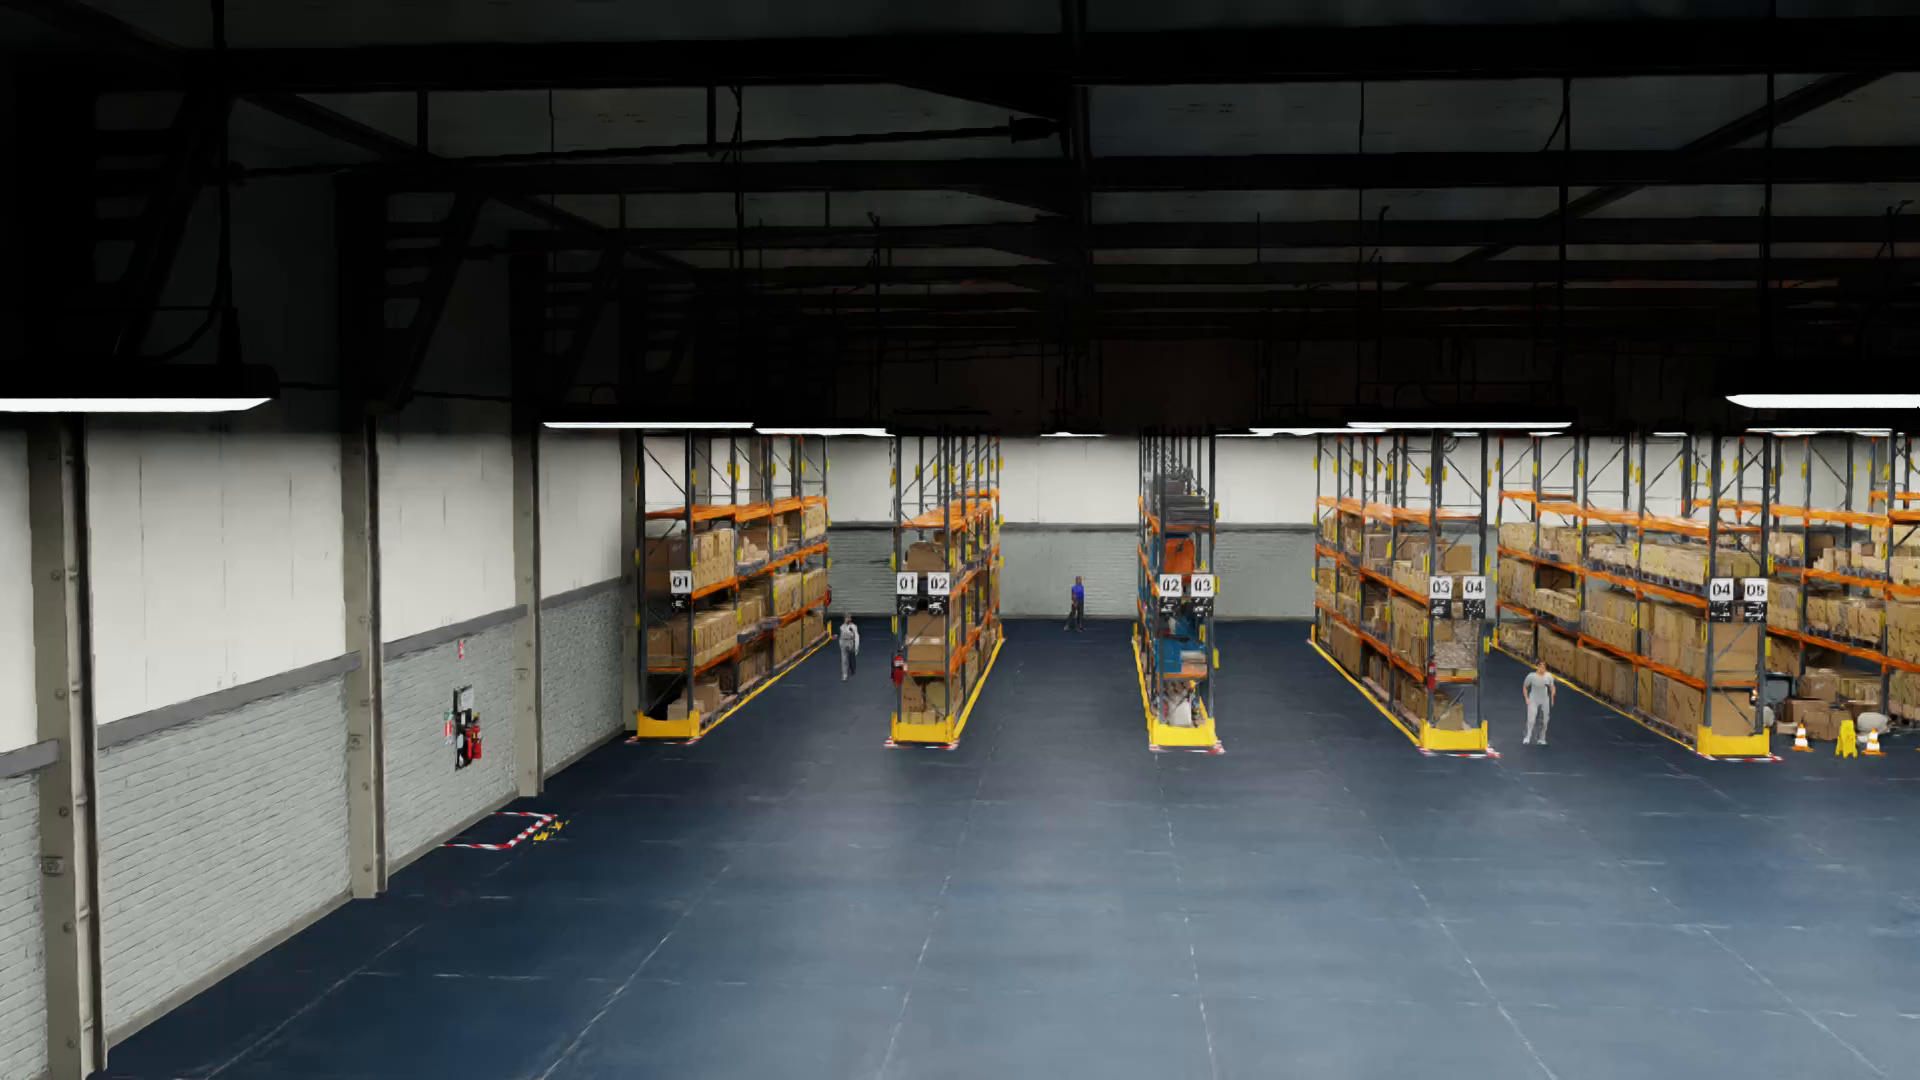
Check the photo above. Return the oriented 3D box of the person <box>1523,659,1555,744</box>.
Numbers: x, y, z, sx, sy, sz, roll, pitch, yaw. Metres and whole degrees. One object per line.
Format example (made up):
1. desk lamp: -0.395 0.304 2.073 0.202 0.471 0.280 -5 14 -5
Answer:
1. person: 10.840 3.023 31.170 0.580 1.619 0.507 0 3 4

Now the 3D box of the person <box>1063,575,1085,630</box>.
1. person: 3.400 1.880 49.702 0.641 1.654 0.460 -3 4 -39

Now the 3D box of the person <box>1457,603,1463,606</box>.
1. person: 13.756 2.080 45.618 0.598 1.698 1.194 0 3 7

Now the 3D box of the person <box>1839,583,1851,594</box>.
1. person: 25.243 2.034 47.407 0.356 1.591 0.512 -2 4 -25

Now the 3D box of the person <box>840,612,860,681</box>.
1. person: -2.622 2.510 39.366 0.502 1.618 0.997 0 3 4
